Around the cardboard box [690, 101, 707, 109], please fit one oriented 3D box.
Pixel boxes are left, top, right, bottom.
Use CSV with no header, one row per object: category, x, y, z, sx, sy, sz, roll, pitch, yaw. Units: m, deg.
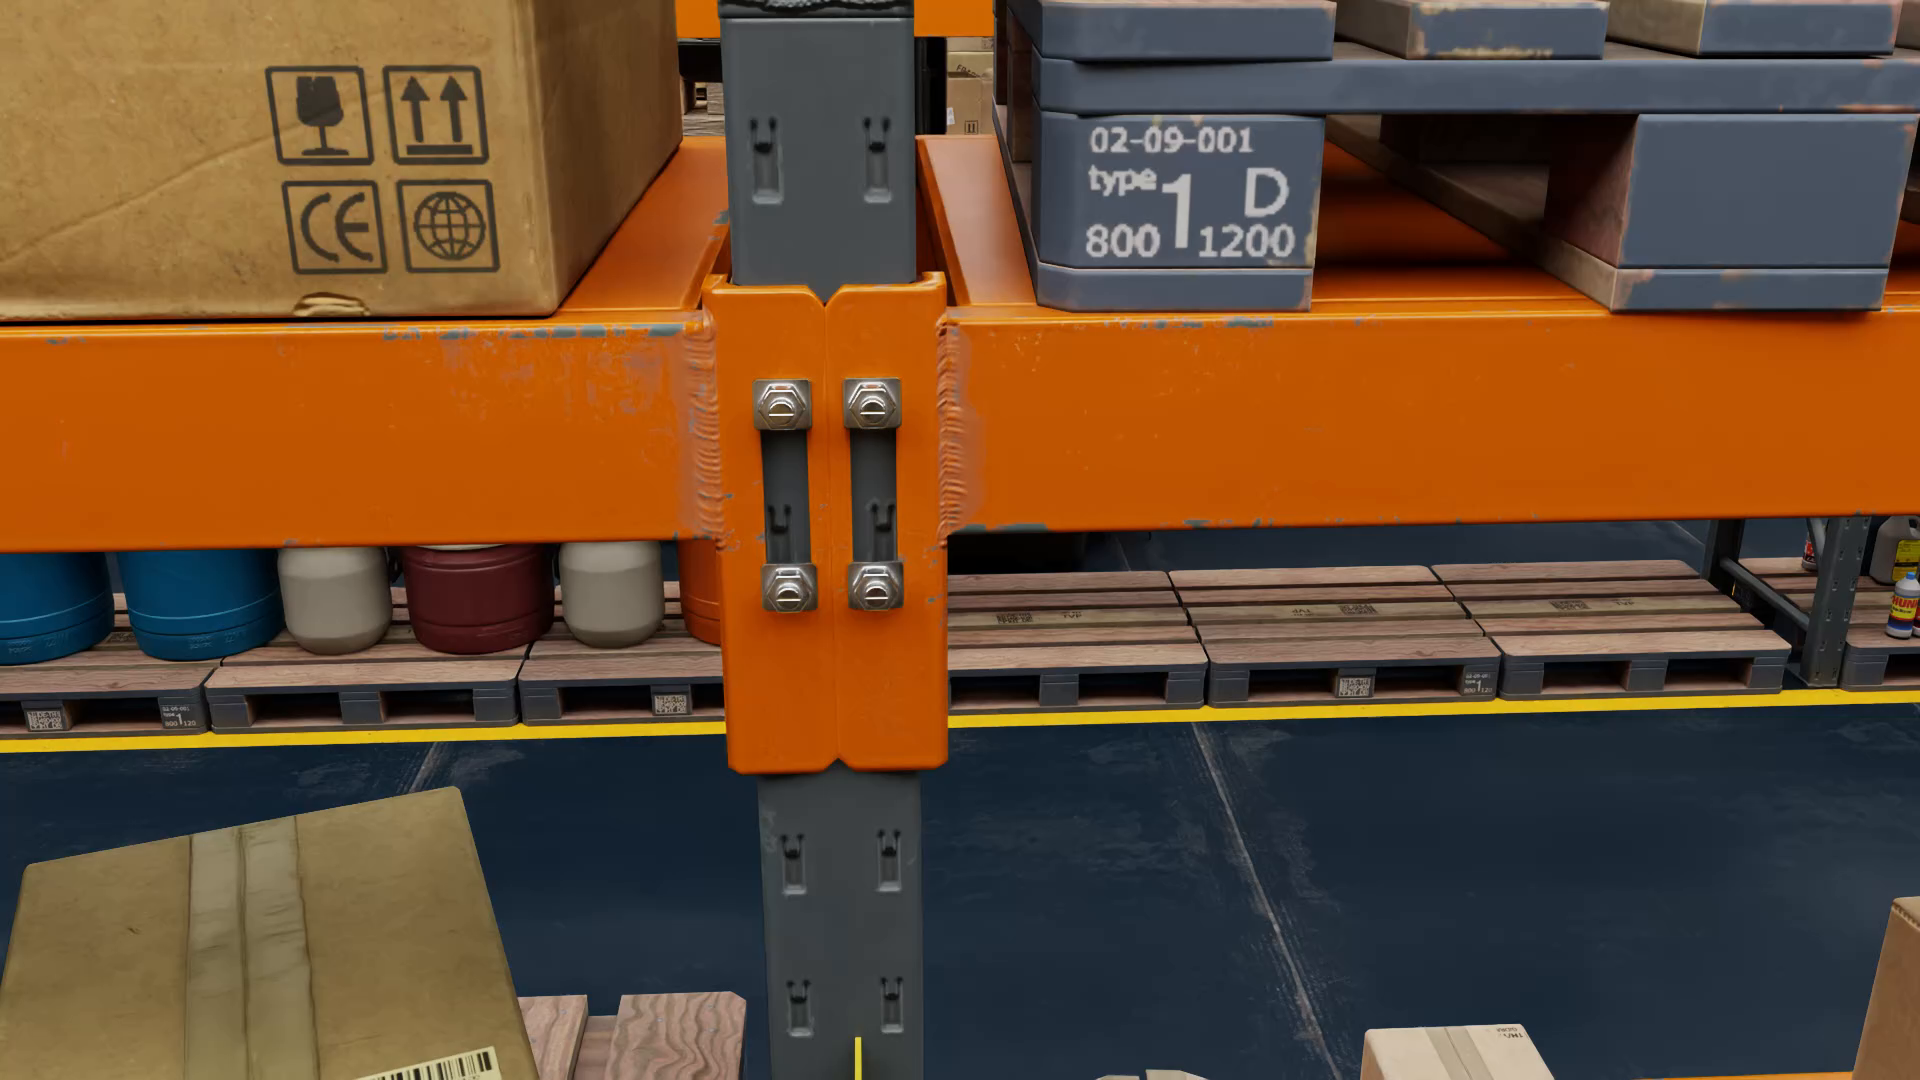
cardboard box,-1.699,-2.755,11.501,0.500,0.500,0.500,-2,21,-5

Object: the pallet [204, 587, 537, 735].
pallet,-2.400,0.484,7.052,1.213,0.211,1.003,-1,21,-3

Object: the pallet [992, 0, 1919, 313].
pallet,0.551,-0.473,1.697,1.003,0.211,1.213,0,21,-1

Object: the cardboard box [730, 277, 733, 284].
cardboard box,-1.373,-1.830,11.607,0.875,0.875,1.225,-2,21,-6

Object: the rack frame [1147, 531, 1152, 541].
rack frame,0.978,-0.524,8.520,0.008,1.050,0.200,-3,21,-11

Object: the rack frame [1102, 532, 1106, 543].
rack frame,0.739,-0.512,8.473,0.008,1.050,0.200,-3,21,-11

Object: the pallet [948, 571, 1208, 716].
pallet,0.375,0.428,7.201,1.213,0.211,1.003,-1,21,-3

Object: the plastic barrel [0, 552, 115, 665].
plastic barrel,-3.850,-0.013,6.798,0.708,0.901,0.600,-1,21,-3

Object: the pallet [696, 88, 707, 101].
pallet,-2.839,-4.252,15.844,1.213,0.211,1.003,-1,21,-3

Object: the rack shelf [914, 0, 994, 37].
rack shelf,1.596,-1.980,6.400,4.000,0.370,1.077,-1,21,-3

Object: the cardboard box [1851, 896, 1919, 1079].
cardboard box,1.553,0.800,2.165,0.500,0.500,0.500,-2,21,-6

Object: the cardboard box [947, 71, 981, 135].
cardboard box,-0.146,-2.901,11.294,0.500,0.500,0.500,-4,21,-10

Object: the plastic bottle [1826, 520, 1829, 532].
plastic bottle,4.054,-0.018,7.651,0.133,0.283,0.061,0,21,0

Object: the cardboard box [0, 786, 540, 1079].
cardboard box,-0.744,0.696,1.846,0.500,0.500,0.700,-8,22,-21

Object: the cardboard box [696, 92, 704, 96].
cardboard box,-2.834,-5.355,20.867,0.875,0.875,0.875,-1,21,-2

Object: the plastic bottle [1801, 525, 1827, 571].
plastic bottle,3.937,0.029,7.643,0.097,0.201,0.097,0,21,0

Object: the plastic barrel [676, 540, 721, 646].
plastic barrel,-0.888,-0.039,6.969,0.708,0.830,0.600,-1,21,-3

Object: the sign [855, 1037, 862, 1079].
sign,-0.081,0.575,1.380,0.005,0.325,0.100,-1,21,-3

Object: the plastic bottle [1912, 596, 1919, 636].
plastic bottle,4.038,0.295,6.946,0.097,0.201,0.097,0,21,0

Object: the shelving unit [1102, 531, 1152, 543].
shelving unit,0.859,-0.518,8.497,0.252,1.050,0.215,-3,21,-11

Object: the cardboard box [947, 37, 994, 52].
cardboard box,0.088,-4.927,15.801,0.500,0.500,0.700,-1,21,-4

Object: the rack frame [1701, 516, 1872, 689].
rack frame,3.593,-0.955,6.913,0.127,3.000,1.000,-1,21,-3

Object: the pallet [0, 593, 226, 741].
pallet,-3.621,0.510,6.984,1.213,0.211,1.003,-1,21,-3

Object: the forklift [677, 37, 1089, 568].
forklift,-0.823,-1.458,8.332,3.031,2.935,1.130,3,21,8

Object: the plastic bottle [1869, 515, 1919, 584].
plastic bottle,4.228,0.013,7.475,0.185,0.351,0.144,-1,21,-3

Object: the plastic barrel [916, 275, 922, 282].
plastic barrel,0.046,-1.054,6.983,0.708,0.536,0.600,-1,21,-3

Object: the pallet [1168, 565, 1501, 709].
pallet,1.590,0.404,7.263,1.213,0.211,1.003,-1,21,-3

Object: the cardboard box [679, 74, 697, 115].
cardboard box,-2.065,-3.127,11.068,0.637,0.503,0.797,-1,21,-2

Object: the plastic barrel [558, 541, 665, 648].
plastic barrel,-1.447,0.152,6.912,0.421,0.512,0.421,0,21,0

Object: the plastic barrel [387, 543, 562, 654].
plastic barrel,-2.015,0.096,6.952,0.708,0.588,0.600,-1,21,-3

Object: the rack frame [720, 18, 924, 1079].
rack frame,-0.121,0.886,2.078,0.127,3.000,1.000,-1,21,-3

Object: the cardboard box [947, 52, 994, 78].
cardboard box,0.106,-4.368,15.738,0.500,0.500,0.500,-1,21,-4

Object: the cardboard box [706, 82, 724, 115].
cardboard box,-1.414,-3.139,11.101,0.637,0.503,0.797,0,21,-1

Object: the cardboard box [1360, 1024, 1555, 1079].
cardboard box,0.761,0.887,2.428,0.250,0.149,0.380,-1,21,-3

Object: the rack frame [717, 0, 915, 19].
rack frame,-0.121,-1.917,1.010,0.127,3.000,1.000,-1,21,-3

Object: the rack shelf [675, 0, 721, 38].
rack shelf,-2.397,-1.898,6.187,4.000,0.370,1.077,-1,21,-3

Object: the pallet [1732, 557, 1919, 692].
pallet,4.266,0.350,7.406,1.213,0.211,1.003,-1,21,-3

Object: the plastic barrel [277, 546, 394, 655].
plastic barrel,-2.574,0.175,6.852,0.421,0.512,0.421,0,21,0

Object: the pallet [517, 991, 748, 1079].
pallet,-0.794,1.015,2.010,1.003,0.211,1.213,-1,21,-3

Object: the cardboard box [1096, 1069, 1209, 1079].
cardboard box,0.244,0.936,2.072,0.500,0.311,0.500,0,21,0

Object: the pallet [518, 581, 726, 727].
pallet,-1.185,0.461,7.115,1.213,0.211,1.003,-1,21,-3

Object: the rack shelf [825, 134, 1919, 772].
rack shelf,1.875,-0.220,1.779,4.000,0.370,1.077,-1,21,-3

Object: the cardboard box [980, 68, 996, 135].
cardboard box,0.405,-2.948,11.417,0.500,0.500,0.700,2,21,5

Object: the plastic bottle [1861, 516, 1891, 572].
plastic bottle,4.220,-0.038,7.609,0.185,0.351,0.144,-2,21,-4

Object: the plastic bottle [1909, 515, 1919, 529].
plastic bottle,4.411,-0.042,7.619,0.185,0.351,0.144,-2,21,-6

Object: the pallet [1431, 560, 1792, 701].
pallet,2.811,0.378,7.331,1.213,0.211,1.003,-1,21,-3

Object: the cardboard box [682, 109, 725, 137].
cardboard box,-1.660,-2.574,11.024,0.500,0.500,0.500,-1,21,-4

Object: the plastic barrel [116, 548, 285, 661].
plastic barrel,-3.143,-0.027,6.836,0.708,0.901,0.600,-1,21,-3

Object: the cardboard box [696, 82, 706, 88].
cardboard box,-2.354,-4.283,15.417,0.250,0.149,0.380,-2,21,-5

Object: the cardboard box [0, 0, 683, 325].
cardboard box,-0.555,-0.542,1.471,0.500,0.500,0.910,-1,21,-3

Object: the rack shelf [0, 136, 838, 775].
rack shelf,-2.118,-0.139,1.565,4.000,0.370,1.077,-1,21,-3

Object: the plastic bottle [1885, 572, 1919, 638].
plastic bottle,3.936,0.264,6.928,0.097,0.271,0.097,0,21,0
